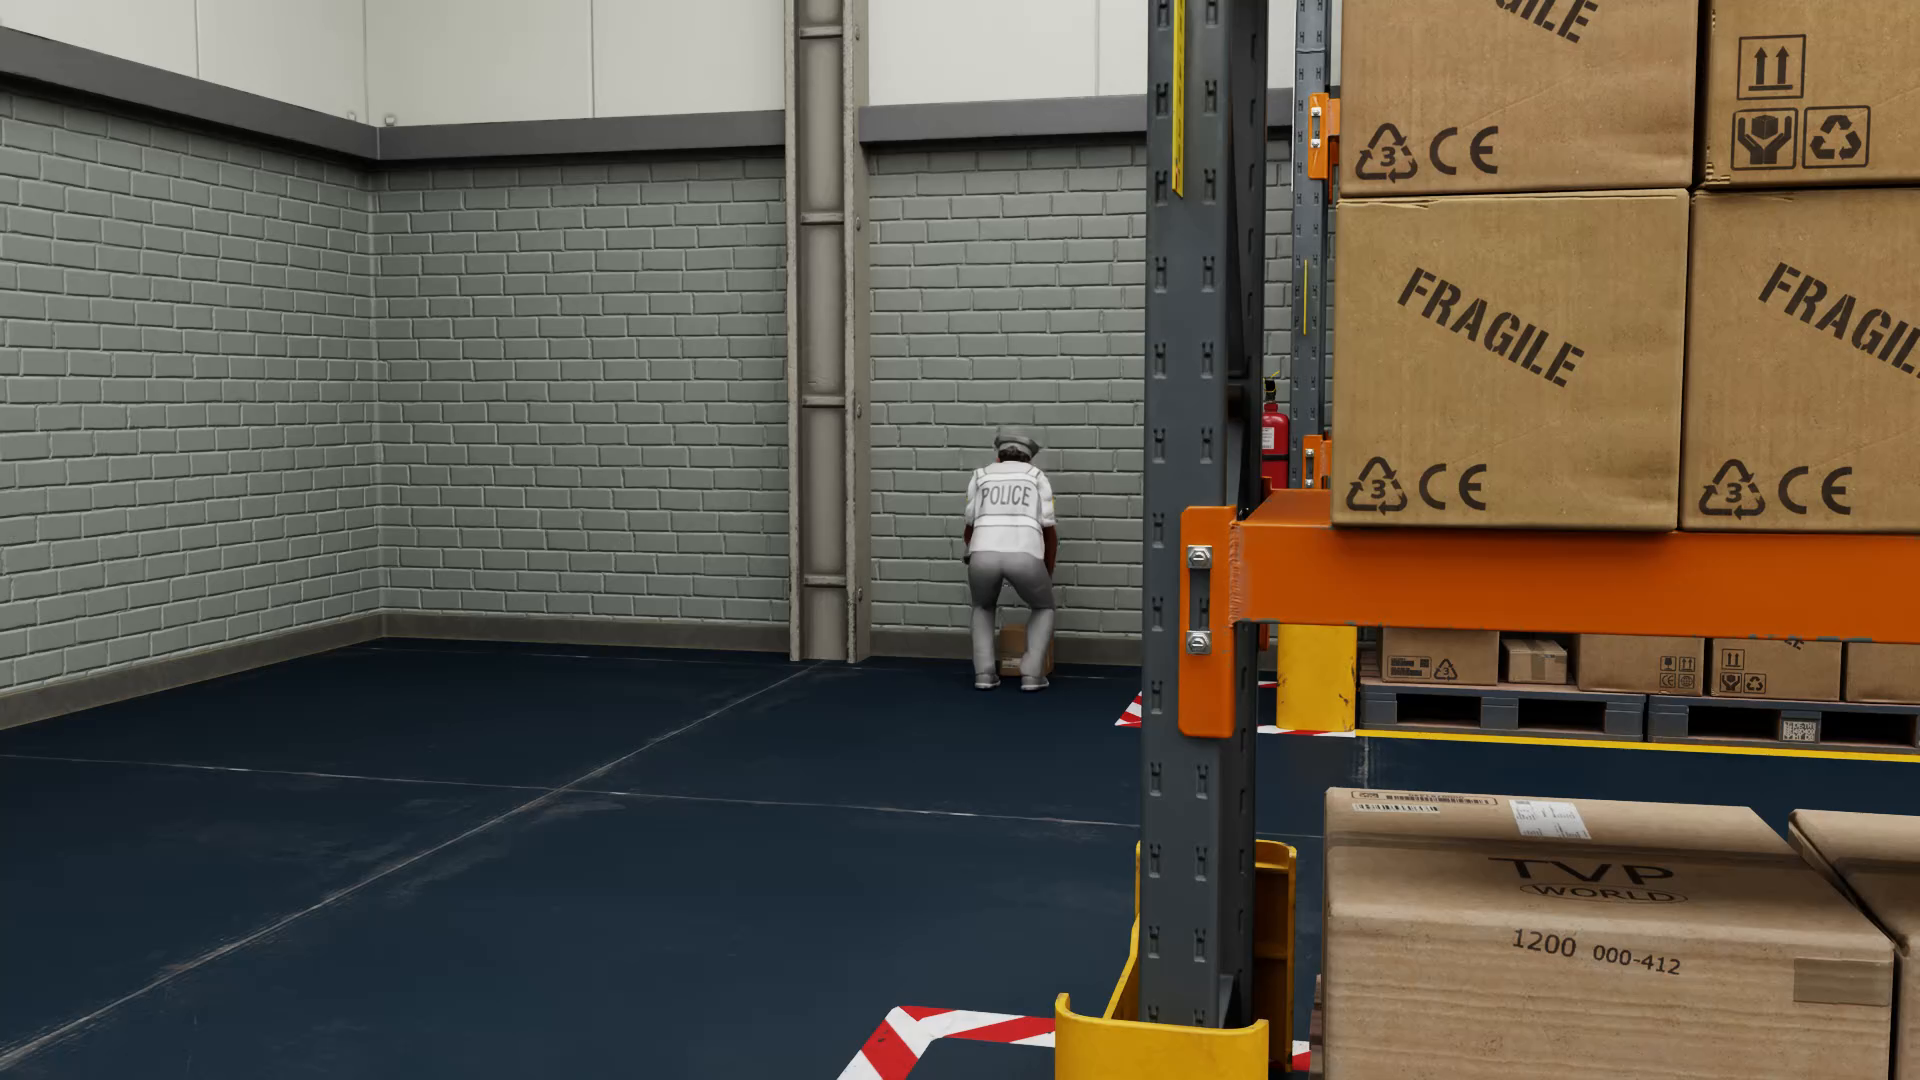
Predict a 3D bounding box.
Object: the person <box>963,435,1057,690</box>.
[{"bbox_3d":[0.243,0.112,8.627,0.499,1.303,0.756,1,5,14],"label":"person"}]
